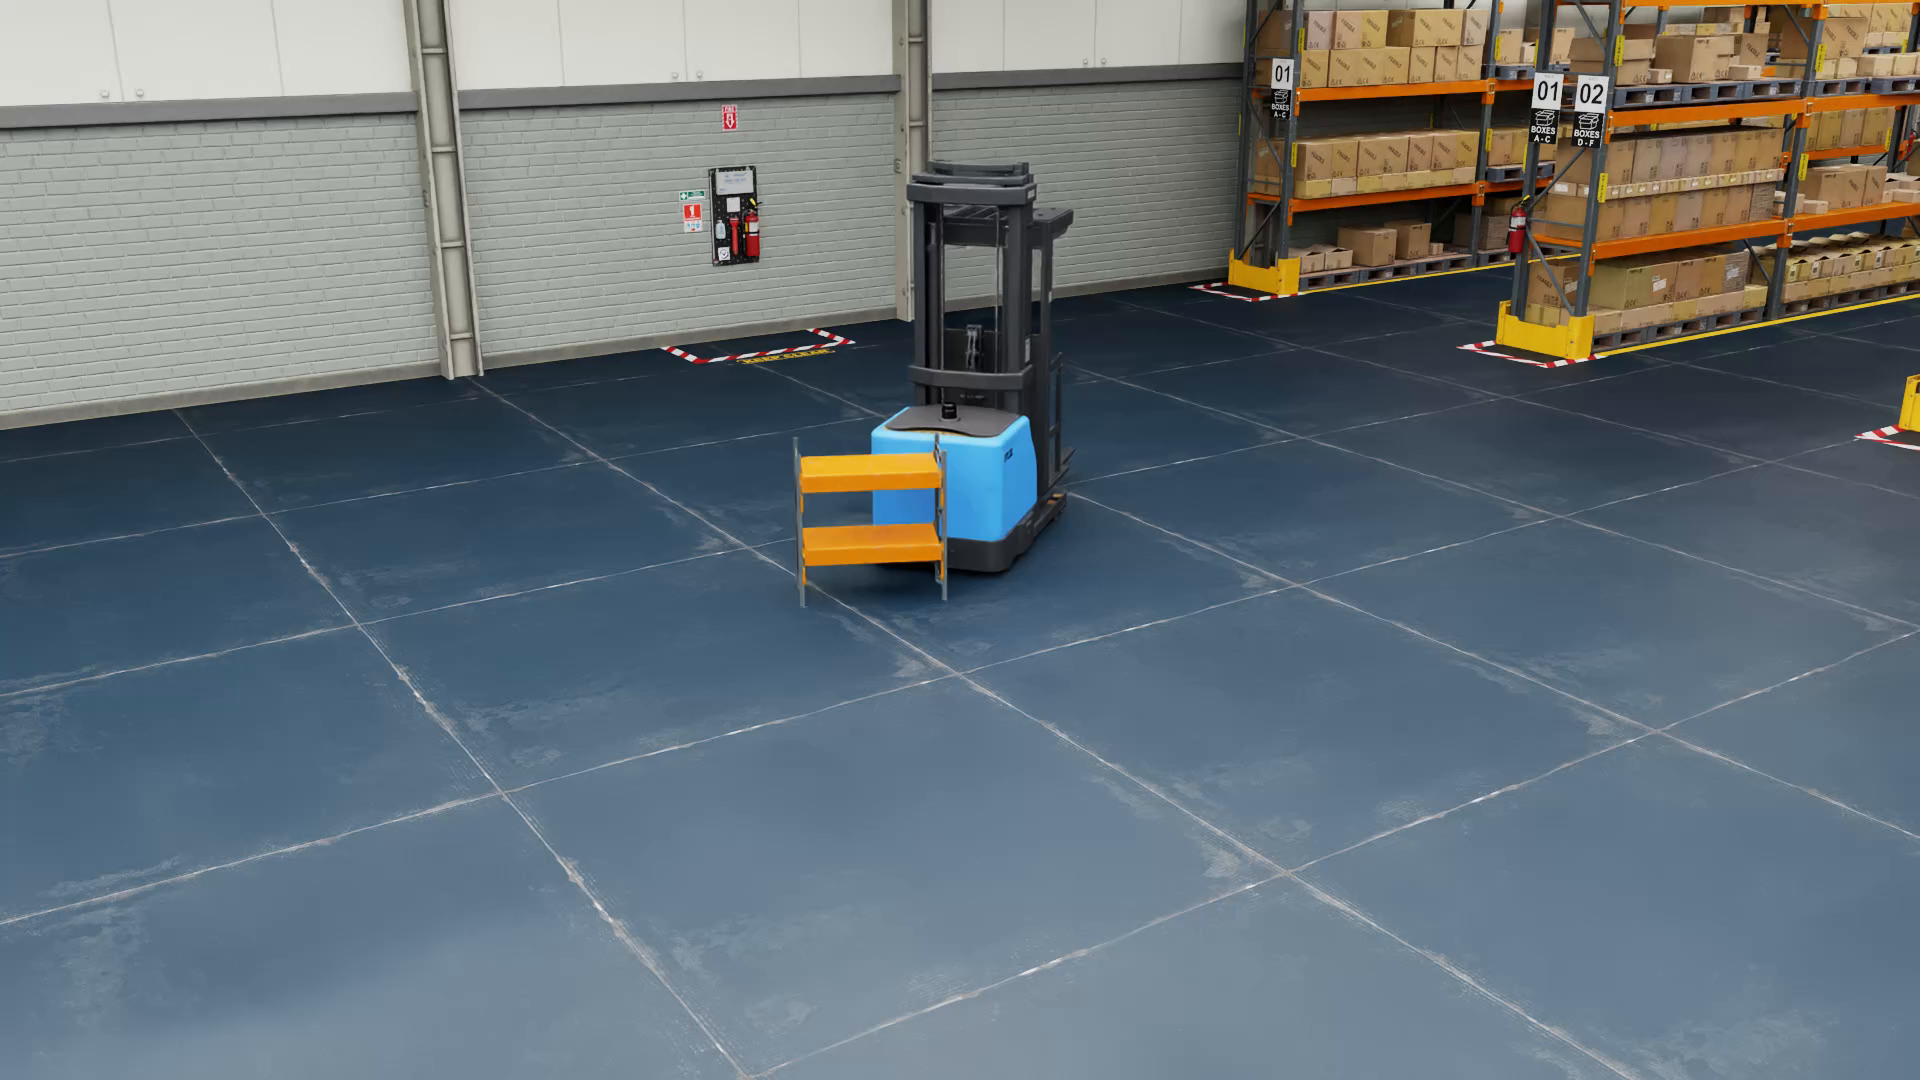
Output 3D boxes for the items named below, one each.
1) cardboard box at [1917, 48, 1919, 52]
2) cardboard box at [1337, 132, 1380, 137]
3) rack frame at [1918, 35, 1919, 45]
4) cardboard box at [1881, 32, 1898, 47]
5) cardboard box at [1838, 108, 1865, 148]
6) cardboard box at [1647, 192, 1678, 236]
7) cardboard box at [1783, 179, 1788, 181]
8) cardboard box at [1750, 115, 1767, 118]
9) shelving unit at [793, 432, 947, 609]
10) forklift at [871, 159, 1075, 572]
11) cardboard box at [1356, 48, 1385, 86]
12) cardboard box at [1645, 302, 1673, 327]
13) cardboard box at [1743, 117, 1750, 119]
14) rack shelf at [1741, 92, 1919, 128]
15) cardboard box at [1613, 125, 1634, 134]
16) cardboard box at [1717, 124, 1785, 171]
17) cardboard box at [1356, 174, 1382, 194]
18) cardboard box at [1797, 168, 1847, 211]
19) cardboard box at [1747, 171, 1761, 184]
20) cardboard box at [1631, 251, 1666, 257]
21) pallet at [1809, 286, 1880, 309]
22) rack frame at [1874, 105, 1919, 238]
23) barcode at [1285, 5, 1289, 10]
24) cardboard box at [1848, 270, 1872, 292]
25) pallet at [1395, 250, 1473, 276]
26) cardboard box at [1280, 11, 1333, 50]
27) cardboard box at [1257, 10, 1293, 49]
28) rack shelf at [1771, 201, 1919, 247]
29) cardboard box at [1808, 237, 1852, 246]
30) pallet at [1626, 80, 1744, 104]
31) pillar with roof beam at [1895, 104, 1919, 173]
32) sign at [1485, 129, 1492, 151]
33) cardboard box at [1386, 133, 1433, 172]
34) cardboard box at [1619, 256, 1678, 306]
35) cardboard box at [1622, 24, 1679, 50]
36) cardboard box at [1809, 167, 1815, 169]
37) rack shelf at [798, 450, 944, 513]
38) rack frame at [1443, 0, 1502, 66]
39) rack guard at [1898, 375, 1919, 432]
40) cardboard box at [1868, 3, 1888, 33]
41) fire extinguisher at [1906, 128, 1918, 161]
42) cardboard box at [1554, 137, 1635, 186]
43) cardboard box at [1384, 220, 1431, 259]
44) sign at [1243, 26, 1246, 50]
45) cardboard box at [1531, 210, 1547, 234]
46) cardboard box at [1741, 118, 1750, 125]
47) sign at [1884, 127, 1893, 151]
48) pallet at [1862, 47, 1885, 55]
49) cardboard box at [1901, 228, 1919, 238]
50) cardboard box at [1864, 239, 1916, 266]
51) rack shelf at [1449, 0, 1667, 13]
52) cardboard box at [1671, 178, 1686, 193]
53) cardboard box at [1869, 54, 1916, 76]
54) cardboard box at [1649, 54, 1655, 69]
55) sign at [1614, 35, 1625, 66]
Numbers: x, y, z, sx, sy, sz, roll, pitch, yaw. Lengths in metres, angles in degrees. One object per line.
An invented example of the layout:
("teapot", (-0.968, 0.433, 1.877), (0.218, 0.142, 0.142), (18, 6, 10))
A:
("cardboard box", (14.057, -6.682, 23.487), (0.500, 0.500, 0.910), (-12, 22, -31))
("cardboard box", (5.854, -5.744, 24.582), (0.500, 0.500, 0.500), (-12, 22, -31))
("rack frame", (17.665, -10.703, 30.854), (0.127, 3.000, 1.000), (-12, 22, -31))
("cardboard box", (16.765, -9.166, 30.411), (0.500, 0.250, 0.500), (-13, 23, -33))
("cardboard box", (16.001, -7.648, 30.715), (0.700, 0.700, 0.980), (-13, 23, -34))
("cardboard box", (8.280, -4.025, 20.310), (0.500, 0.500, 0.700), (-12, 22, -31))
("cardboard box", (15.426, -6.363, 30.631), (0.500, 0.500, 0.700), (-12, 22, -32))
("cardboard box", (13.642, -7.472, 28.839), (0.500, 0.250, 0.500), (-11, 22, -30))
("shelving unit", (-0.643, -0.146, 11.920), (1.048, 1.125, 0.538), (-2, 19, -7))
("forklift", (0.259, -1.585, 13.357), (1.130, 2.935, 3.031), (6, 20, 17))
("cardboard box", (5.618, -6.691, 23.480), (0.500, 0.500, 0.500), (-11, 21, -29))
("cardboard box", (8.433, -2.827, 20.561), (0.500, 0.250, 0.500), (-12, 22, -31))
("cardboard box", (13.216, -7.382, 28.573), (0.500, 0.250, 0.500), (-11, 22, -30))
("rack shelf", (12.040, -5.856, 22.322), (4.000, 0.370, 1.077), (-12, 22, -31))
("cardboard box", (10.596, -6.623, 27.307), (0.500, 0.500, 0.700), (-15, 24, -38))
("cardboard box", (10.003, -5.005, 21.185), (0.500, 0.500, 0.700), (-12, 22, -31))
("cardboard box", (5.739, -5.166, 24.045), (0.500, 0.250, 0.500), (-12, 22, -32))
("cardboard box", (11.460, -4.694, 22.291), (0.500, 0.500, 0.500), (-10, 21, -28))
("cardboard box", (9.836, -4.583, 20.948), (0.250, 0.149, 0.380), (-13, 22, -33))
("cardboard box", (8.559, -3.412, 21.121), (0.500, 0.500, 0.500), (-12, 22, -31))
("pallet", (11.984, -3.459, 23.146), (1.213, 0.211, 1.003), (-12, 22, -31))
("rack frame", (13.711, -5.128, 23.729), (0.127, 3.000, 1.000), (-12, 22, -31))
("barcode", (4.620, -7.528, 23.491), (0.075, 0.075, 0.001), (-12, 22, -31))
("cardboard box", (12.127, -3.595, 22.834), (0.500, 0.250, 0.500), (-11, 22, -30))
("pallet", (7.101, -4.299, 25.631), (1.213, 0.211, 1.003), (-12, 22, -31))
("cardboard box", (4.757, -6.998, 22.827), (0.500, 0.500, 0.500), (-14, 23, -35))
("cardboard box", (4.518, -7.140, 23.250), (0.500, 0.500, 0.500), (-11, 21, -29))
("rack shelf", (12.040, -4.435, 22.802), (4.000, 0.370, 1.077), (-12, 22, -31))
("cardboard box", (12.251, -4.092, 23.428), (0.500, 0.311, 0.500), (-13, 22, -33))
("pallet", (8.654, -5.432, 20.082), (1.213, 0.211, 1.003), (-12, 22, -31))
("pillar with roof beam", (21.812, -10.259, 29.539), (0.400, 9.000, 9.100), (-12, 22, -31))
("sign", (7.947, -6.014, 24.998), (0.005, 0.325, 0.100), (-12, 22, -31))
("cardboard box", (6.578, -5.700, 24.454), (0.500, 0.500, 0.500), (-13, 22, -33))
("cardboard box", (8.427, -3.185, 20.450), (0.500, 0.500, 0.500), (-12, 22, -31))
("cardboard box", (11.349, -8.228, 27.373), (0.500, 0.500, 0.700), (-14, 23, -36))
("cardboard box", (16.072, -6.885, 31.161), (0.250, 0.149, 0.380), (-12, 22, -31))
("rack shelf", (-0.643, -0.423, 11.826), (1.000, 0.278, 0.538), (-2, 19, -7))
("rack frame", (7.643, -8.590, 24.602), (0.127, 3.000, 1.000), (-12, 22, -31))
("rack guard", (9.788, -1.235, 16.117), (0.348, 0.500, 1.175), (-12, 22, -31))
("cardboard box", (16.348, -9.432, 30.027), (0.500, 0.500, 0.500), (-13, 23, -34))
("fire extinguisher", (18.044, -7.551, 31.600), (0.183, 0.674, 0.296), (-12, 22, -31))
("cardboard box", (7.471, -4.469, 19.598), (0.500, 0.500, 0.700), (-12, 22, -31))
("cardboard box", (6.798, -4.578, 25.320), (0.500, 0.500, 0.500), (-14, 23, -35))
("sign", (4.013, -7.036, 23.306), (0.005, 0.325, 0.100), (-12, 22, -31))
("cardboard box", (9.100, -5.090, 26.832), (0.500, 0.500, 0.700), (-12, 22, -31))
("cardboard box", (13.232, -7.027, 28.695), (0.500, 0.500, 0.500), (-12, 22, -31))
("sign", (13.404, -5.782, 23.981), (0.005, 0.325, 0.100), (-12, 22, -31))
("pallet", (16.031, -8.891, 30.314), (1.213, 0.211, 1.003), (-12, 22, -31))
("cardboard box", (14.363, -4.380, 24.732), (0.500, 0.500, 0.500), (-11, 22, -29))
("cardboard box", (12.978, -4.038, 23.269), (0.500, 0.311, 0.500), (-12, 22, -32))
("rack shelf", (9.313, -8.412, 25.823), (4.000, 0.370, 1.077), (-12, 22, -31))
("cardboard box", (8.550, -4.312, 20.148), (0.250, 0.149, 0.380), (-12, 22, -32))
("cardboard box", (12.451, -6.387, 22.348), (0.500, 0.250, 0.500), (-12, 22, -32))
("cardboard box", (8.311, -5.734, 20.104), (0.500, 0.311, 0.500), (-9, 21, -25))
("sign", (7.330, -5.442, 18.486), (0.005, 0.325, 0.100), (-12, 22, -31))
